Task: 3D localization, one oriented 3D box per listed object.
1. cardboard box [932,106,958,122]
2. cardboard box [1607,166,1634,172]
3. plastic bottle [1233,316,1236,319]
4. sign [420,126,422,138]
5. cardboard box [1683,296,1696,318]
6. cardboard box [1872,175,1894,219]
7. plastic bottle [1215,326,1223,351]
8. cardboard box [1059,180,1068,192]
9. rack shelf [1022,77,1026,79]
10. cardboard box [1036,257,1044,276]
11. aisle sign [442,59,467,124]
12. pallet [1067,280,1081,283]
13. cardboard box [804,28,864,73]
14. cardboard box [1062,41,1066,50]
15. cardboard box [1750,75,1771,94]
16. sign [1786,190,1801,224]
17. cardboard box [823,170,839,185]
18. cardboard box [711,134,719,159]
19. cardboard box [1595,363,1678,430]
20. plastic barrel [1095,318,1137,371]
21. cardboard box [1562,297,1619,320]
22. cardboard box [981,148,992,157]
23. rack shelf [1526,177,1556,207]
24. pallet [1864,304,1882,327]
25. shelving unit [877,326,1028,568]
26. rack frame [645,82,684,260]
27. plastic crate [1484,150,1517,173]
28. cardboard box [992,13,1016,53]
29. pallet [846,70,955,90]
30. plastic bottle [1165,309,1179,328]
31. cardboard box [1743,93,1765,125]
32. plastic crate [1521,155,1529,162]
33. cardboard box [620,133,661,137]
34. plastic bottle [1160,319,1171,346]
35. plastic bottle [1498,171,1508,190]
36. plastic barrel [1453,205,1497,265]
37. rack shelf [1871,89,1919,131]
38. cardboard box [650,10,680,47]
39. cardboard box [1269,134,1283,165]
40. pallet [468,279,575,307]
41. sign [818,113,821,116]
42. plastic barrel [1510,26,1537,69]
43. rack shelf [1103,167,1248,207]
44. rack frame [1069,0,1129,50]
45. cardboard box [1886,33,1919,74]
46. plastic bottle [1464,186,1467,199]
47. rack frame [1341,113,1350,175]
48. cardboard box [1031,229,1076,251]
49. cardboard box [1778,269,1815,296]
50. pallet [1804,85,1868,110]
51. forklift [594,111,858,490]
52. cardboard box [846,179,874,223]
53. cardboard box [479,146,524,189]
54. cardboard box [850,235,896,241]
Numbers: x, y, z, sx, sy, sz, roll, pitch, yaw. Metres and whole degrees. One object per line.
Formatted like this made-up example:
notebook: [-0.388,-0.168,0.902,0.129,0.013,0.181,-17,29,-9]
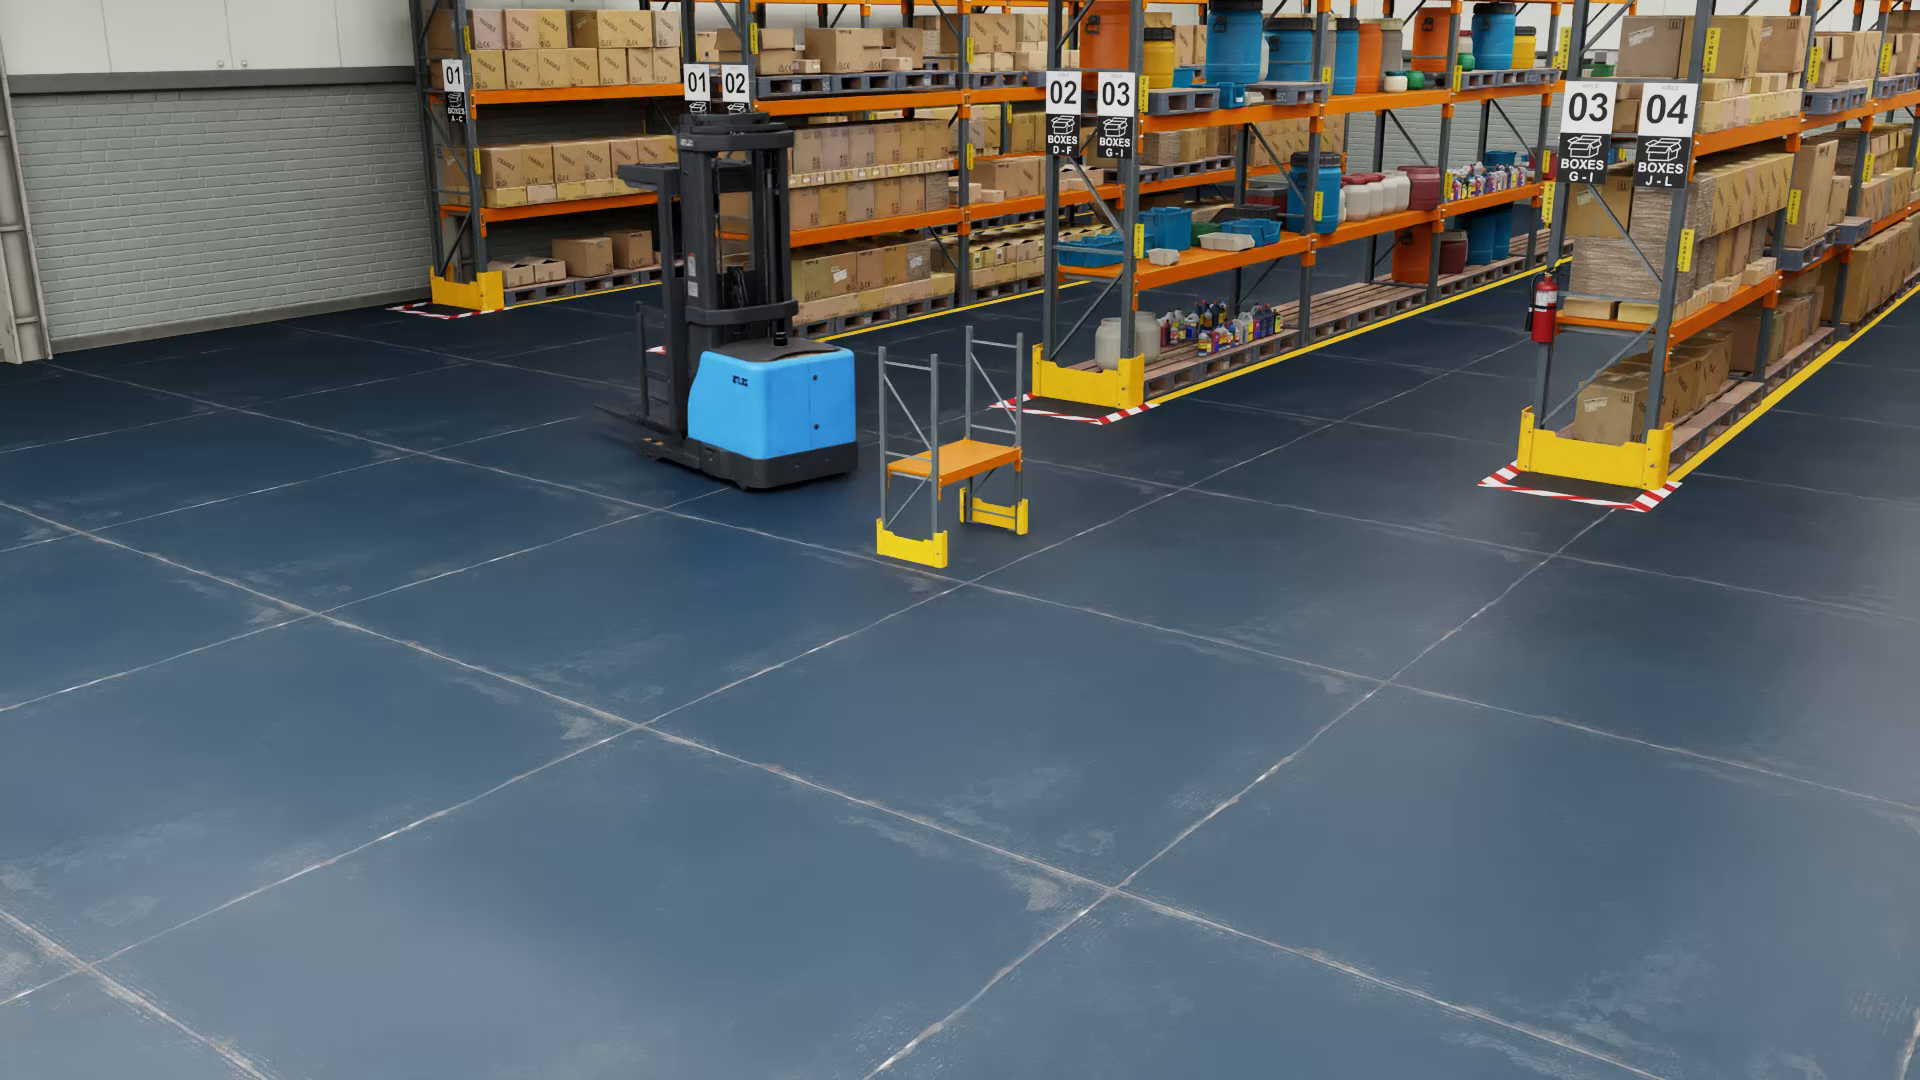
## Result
cardboard box: [-0.220,-7.600,29.690,0.500,0.250,0.500,13,21,36]
cardboard box: [5.676,-2.918,14.227,0.500,0.500,0.500,12,21,35]
plastic bottle: [3.102,-2.382,18.695,0.061,0.283,0.133,12,21,35]
sign: [-7.115,-5.389,22.053,0.100,0.325,0.005,12,21,35]
cardboard box: [5.940,-1.975,13.969,0.380,0.149,0.250,12,21,35]
cardboard box: [11.436,-4.342,20.998,0.500,0.500,0.500,13,21,35]
plastic bottle: [2.810,-2.197,18.119,0.097,0.271,0.097,0,17,0]
cardboard box: [1.352,-5.179,24.288,0.380,0.149,0.250,14,22,39]
rack shelf: [1.661,-9.005,32.340,1.077,0.370,4.000,12,21,35]
cardboard box: [1.038,-3.966,23.886,0.500,0.250,0.500,13,21,36]
aisle sign: [-6.483,-5.753,21.329,0.394,0.787,0.004,12,21,35]
pallet: [1.545,-4.092,25.065,1.003,0.211,1.213,12,21,35]
cardboard box: [-1.491,-5.802,19.700,0.500,0.500,0.500,12,21,35]
cardboard box: [1.708,-9.410,31.805,0.500,0.250,0.500,12,21,33]
cardboard box: [6.894,-4.017,14.644,0.380,0.149,0.250,14,22,37]
sign: [8.077,-3.228,16.122,0.100,0.325,0.005,12,21,35]
cardboard box: [-1.680,-4.367,19.985,0.380,0.149,0.250,12,21,33]
cardboard box: [-3.967,-5.908,25.300,0.700,0.500,0.500,12,21,35]
cardboard box: [5.968,-1.257,14.741,0.500,0.500,0.500,-13,22,-36]
plastic barrel: [1.606,-2.014,17.158,0.421,0.512,0.421,0,17,0]
cardboard box: [5.257,-1.940,13.858,0.380,0.149,0.250,12,21,35]
cardboard box: [0.364,-7.135,30.551,0.380,0.149,0.250,13,21,36]
rack shelf: [9.617,-5.822,27.148,1.077,0.370,4.000,12,21,35]
pallet: [11.278,-2.994,21.528,1.003,0.211,1.213,12,21,35]
shelving unit: [-0.045,-0.698,11.963,0.587,1.500,1.083,12,21,35]
rack frame: [-4.297,-5.535,25.009,1.000,3.000,0.127,12,21,35]
plastic crate: [8.430,-5.882,26.053,0.392,0.384,0.575,12,21,35]
cardboard box: [0.403,-6.859,22.497,0.500,0.500,0.500,15,23,40]
pallet: [-0.804,-5.843,21.092,1.003,0.211,1.213,12,21,35]
plastic bottle: [2.368,-2.420,18.702,0.144,0.351,0.185,13,22,37]
cardboard box: [6.655,-3.752,14.464,0.500,0.250,0.500,13,22,36]
plastic crate: [9.434,-6.205,27.349,0.416,0.233,0.300,12,21,35]
cardboard box: [-4.745,-5.756,24.675,0.500,0.500,0.500,12,21,33]
plastic bottle: [2.276,-2.296,18.417,0.061,0.283,0.133,12,21,35]
plastic bottle: [7.932,-5.272,24.372,0.152,0.276,0.135,12,21,35]
plastic barrel: [7.666,-4.593,24.805,0.600,0.901,0.708,12,21,35]
rack shelf: [11.212,-5.427,20.817,1.077,0.370,4.000,12,21,35]
cardboard box: [-4.378,-7.335,23.859,0.500,0.500,0.500,10,20,30]
cardboard box: [5.275,-6.809,28.944,0.500,0.500,0.500,13,21,36]
pallet: [-6.123,-3.456,23.016,1.003,0.211,1.213,12,21,35]
sign: [-2.362,-7.138,28.218,0.100,0.325,0.005,12,21,35]
plastic barrel: [8.045,-7.159,24.156,0.600,0.588,0.600,0,17,0]
rack shelf: [3.258,-5.746,26.901,1.077,0.370,4.000,12,21,35]
rack frame: [2.067,-8.478,24.371,1.000,3.000,0.127,12,21,35]
cardboard box: [12.066,-6.355,21.716,0.700,0.500,0.500,13,22,36]
plastic bottle: [7.006,-4.853,23.147,0.097,0.201,0.097,0,17,0]
rack frame: [6.833,-7.518,31.396,1.000,3.000,0.127,12,21,35]
cardboard box: [1.345,-4.355,24.193,0.500,0.311,0.500,12,21,34]
cardboard box: [9.337,-2.943,18.871,0.500,0.250,0.500,16,23,41]
pallet: [8.706,-4.627,17.346,1.213,0.211,1.003,12,21,35]
forklift: [-2.191,-2.173,14.299,1.130,2.935,3.031,-14,22,-38]
cardboard box: [-1.492,-4.233,20.650,0.700,0.500,0.500,13,22,36]
cardboard box: [-6.155,-4.939,22.044,0.500,0.500,0.500,12,21,35]
cardboard box: [-1.136,-3.730,21.862,0.500,0.500,0.500,12,21,35]
